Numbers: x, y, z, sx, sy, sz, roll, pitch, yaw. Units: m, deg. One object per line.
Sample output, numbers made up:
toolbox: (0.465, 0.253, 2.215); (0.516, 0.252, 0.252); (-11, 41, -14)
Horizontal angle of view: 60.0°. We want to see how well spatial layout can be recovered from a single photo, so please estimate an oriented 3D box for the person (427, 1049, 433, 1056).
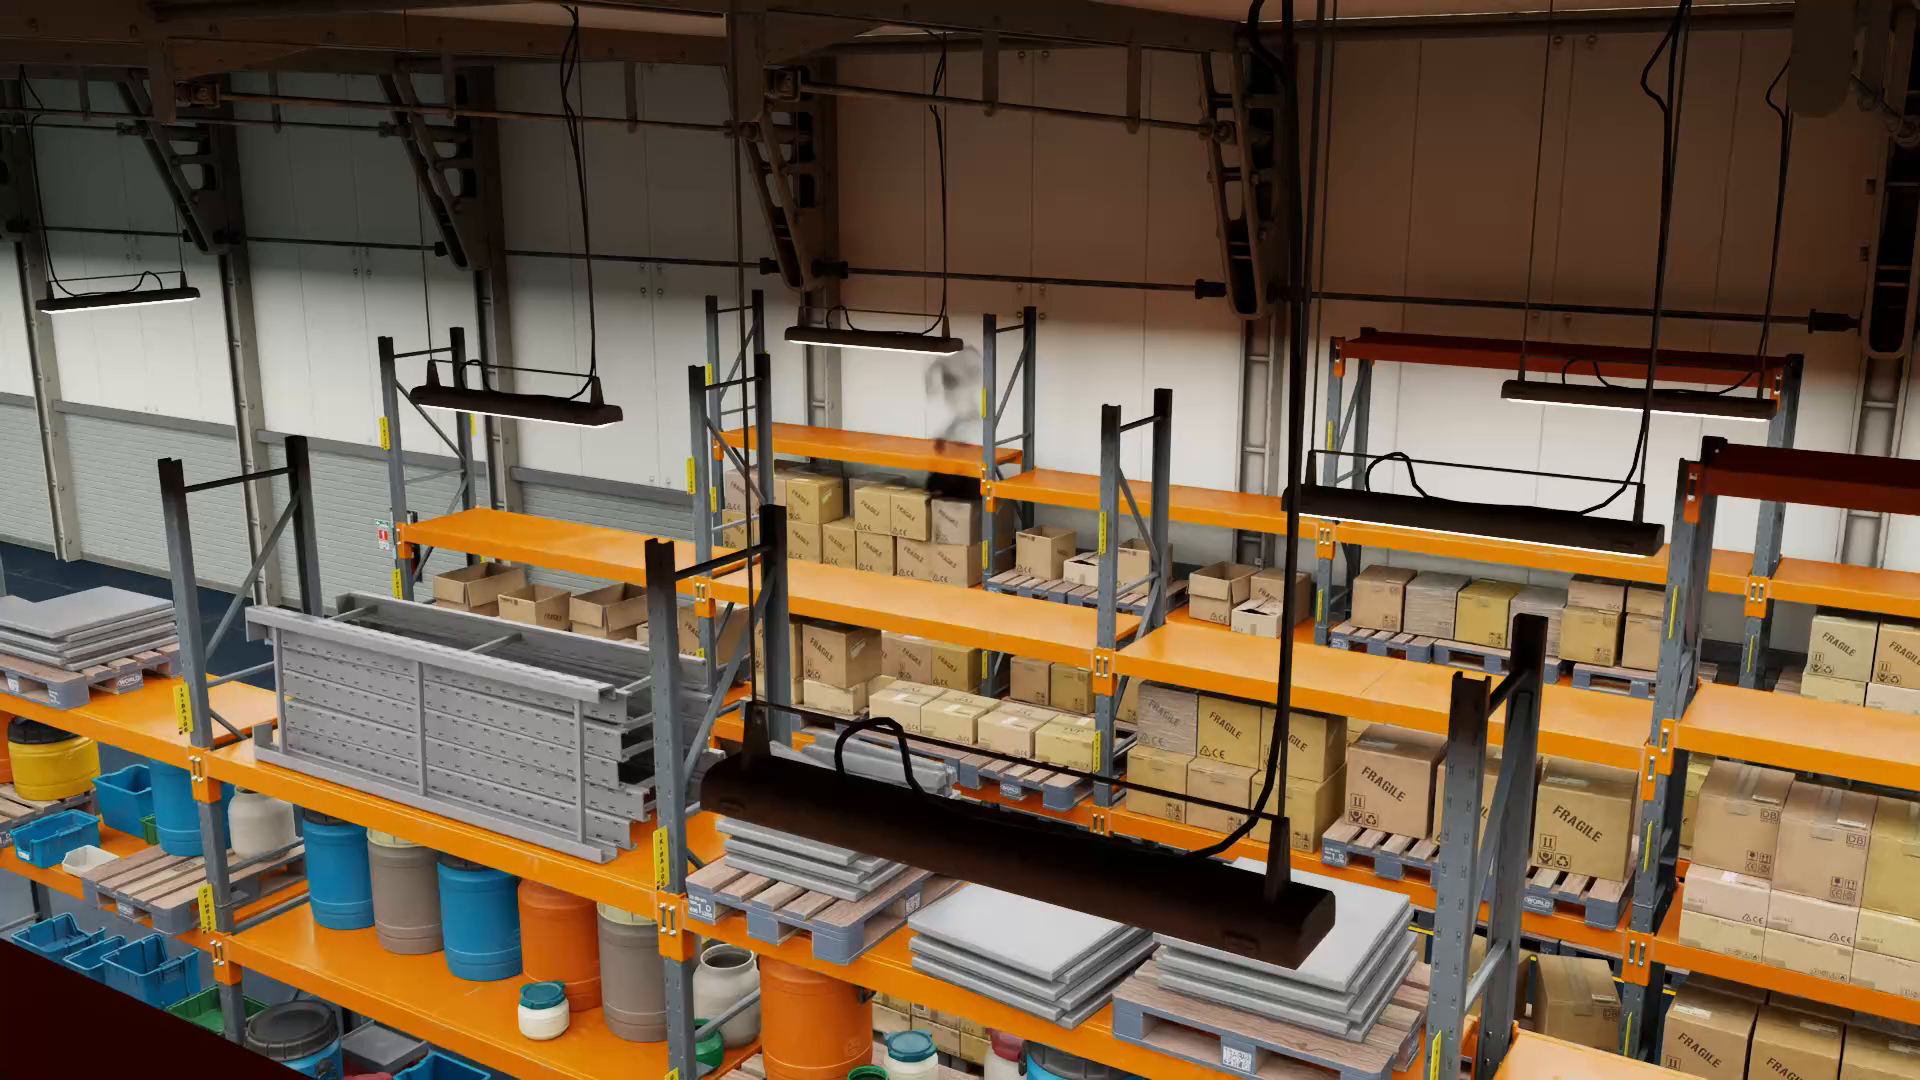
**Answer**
person: (-4.646, 3.873, 13.770); (0.963, 1.754, 0.702); (6, 15, 24)
